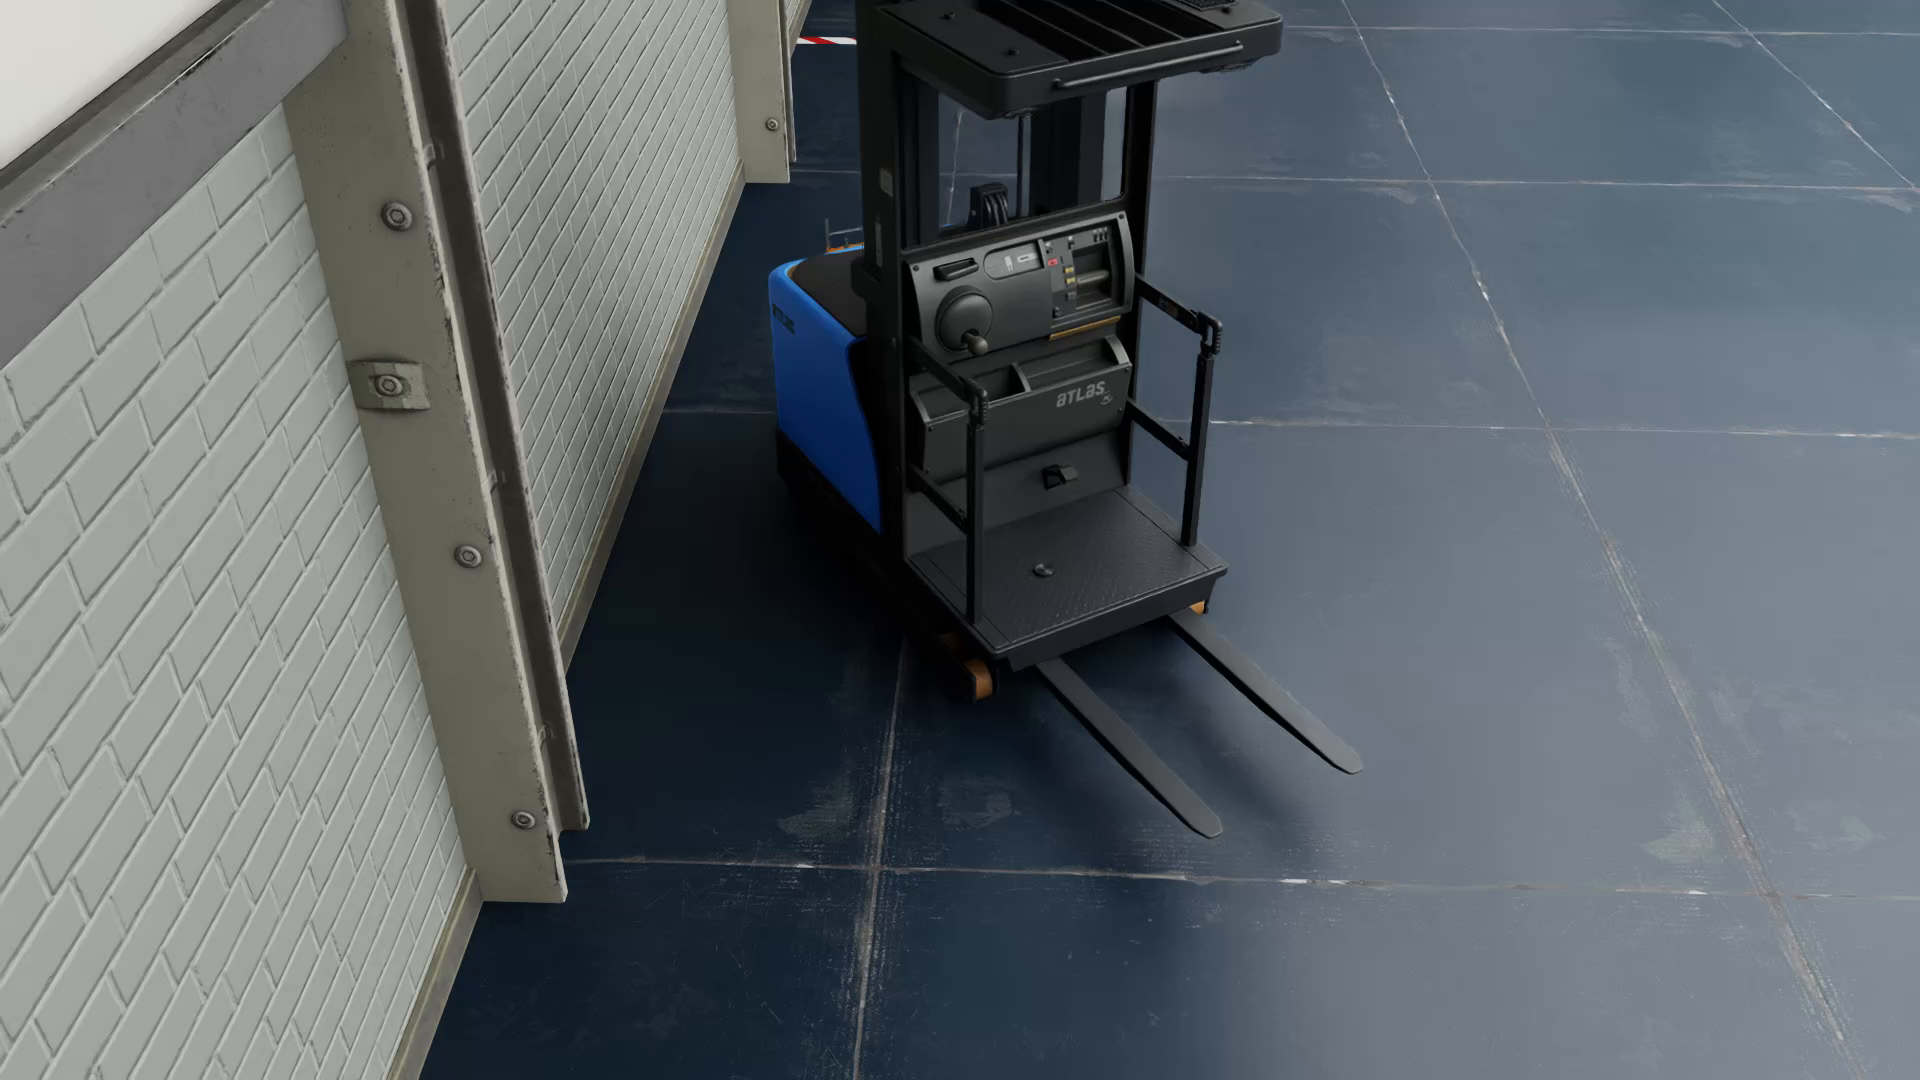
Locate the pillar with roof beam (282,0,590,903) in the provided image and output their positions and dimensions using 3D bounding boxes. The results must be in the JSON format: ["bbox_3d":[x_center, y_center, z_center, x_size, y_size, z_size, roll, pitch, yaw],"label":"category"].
[{"bbox_3d":[2.838,-2.492,2.970,9.100,9.000,0.400,1,35,2],"label":"pillar with roof beam"}]

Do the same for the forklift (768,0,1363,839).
[{"bbox_3d":[0.346,-0.885,5.960,1.130,2.935,3.031,-18,39,-24],"label":"forklift"}]

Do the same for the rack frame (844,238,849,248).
[{"bbox_3d":[-0.407,-0.904,7.606,0.200,1.050,0.008,-15,35,-20],"label":"rack frame"}]

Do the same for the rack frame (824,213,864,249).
[{"bbox_3d":[-0.510,-1.023,7.792,0.200,1.050,0.008,-15,35,-20],"label":"rack frame"}]

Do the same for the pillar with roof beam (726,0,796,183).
[{"bbox_3d":[3.079,-5.939,7.875,9.100,9.000,0.400,1,35,2],"label":"pillar with roof beam"}]

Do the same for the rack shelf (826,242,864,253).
[{"bbox_3d":[-0.463,-1.193,7.551,0.215,0.259,0.240,-15,35,-20],"label":"rack shelf"}]

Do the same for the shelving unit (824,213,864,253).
[{"bbox_3d":[-0.458,-0.964,7.699,0.215,1.050,0.252,-15,35,-20],"label":"shelving unit"}]
